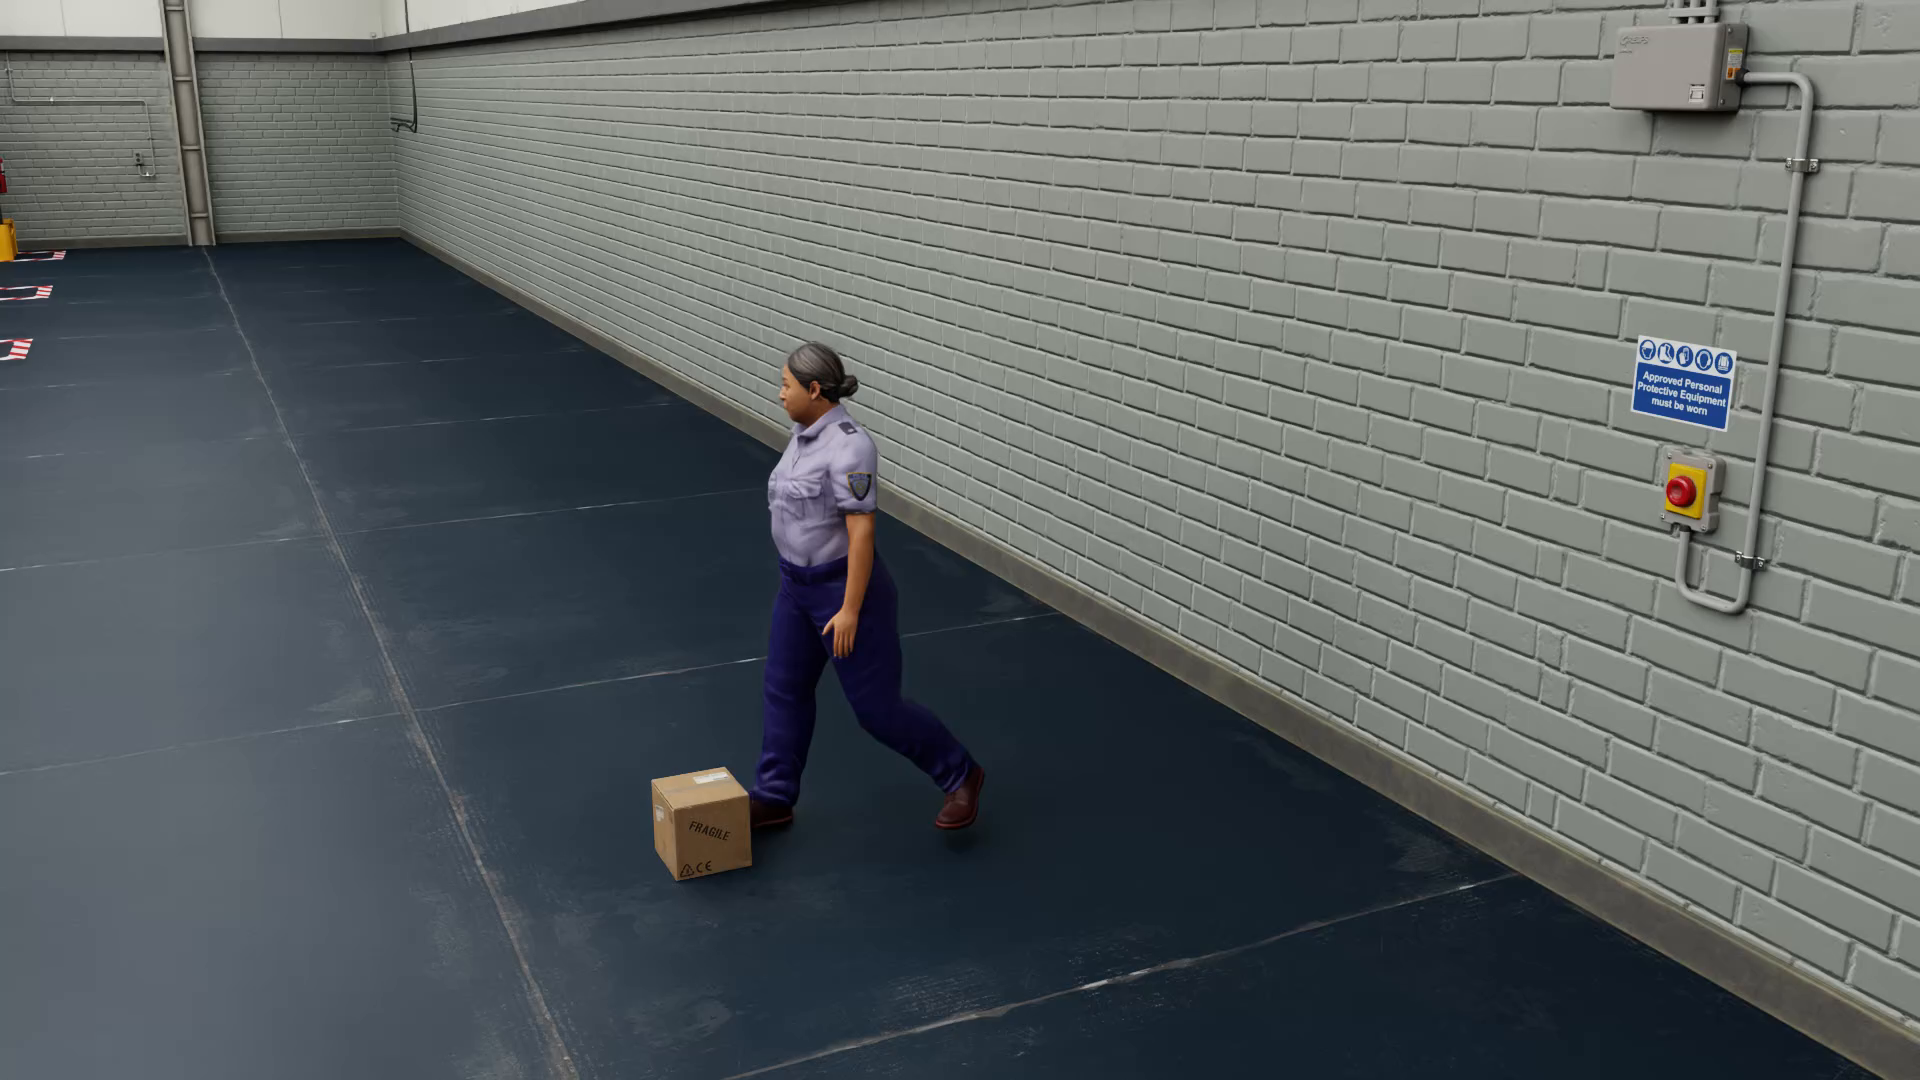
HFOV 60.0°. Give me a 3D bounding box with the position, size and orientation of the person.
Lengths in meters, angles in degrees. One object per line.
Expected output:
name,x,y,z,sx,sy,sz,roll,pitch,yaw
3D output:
person,-0.363,0.184,5.350,0.854,1.626,0.604,-9,18,-30
